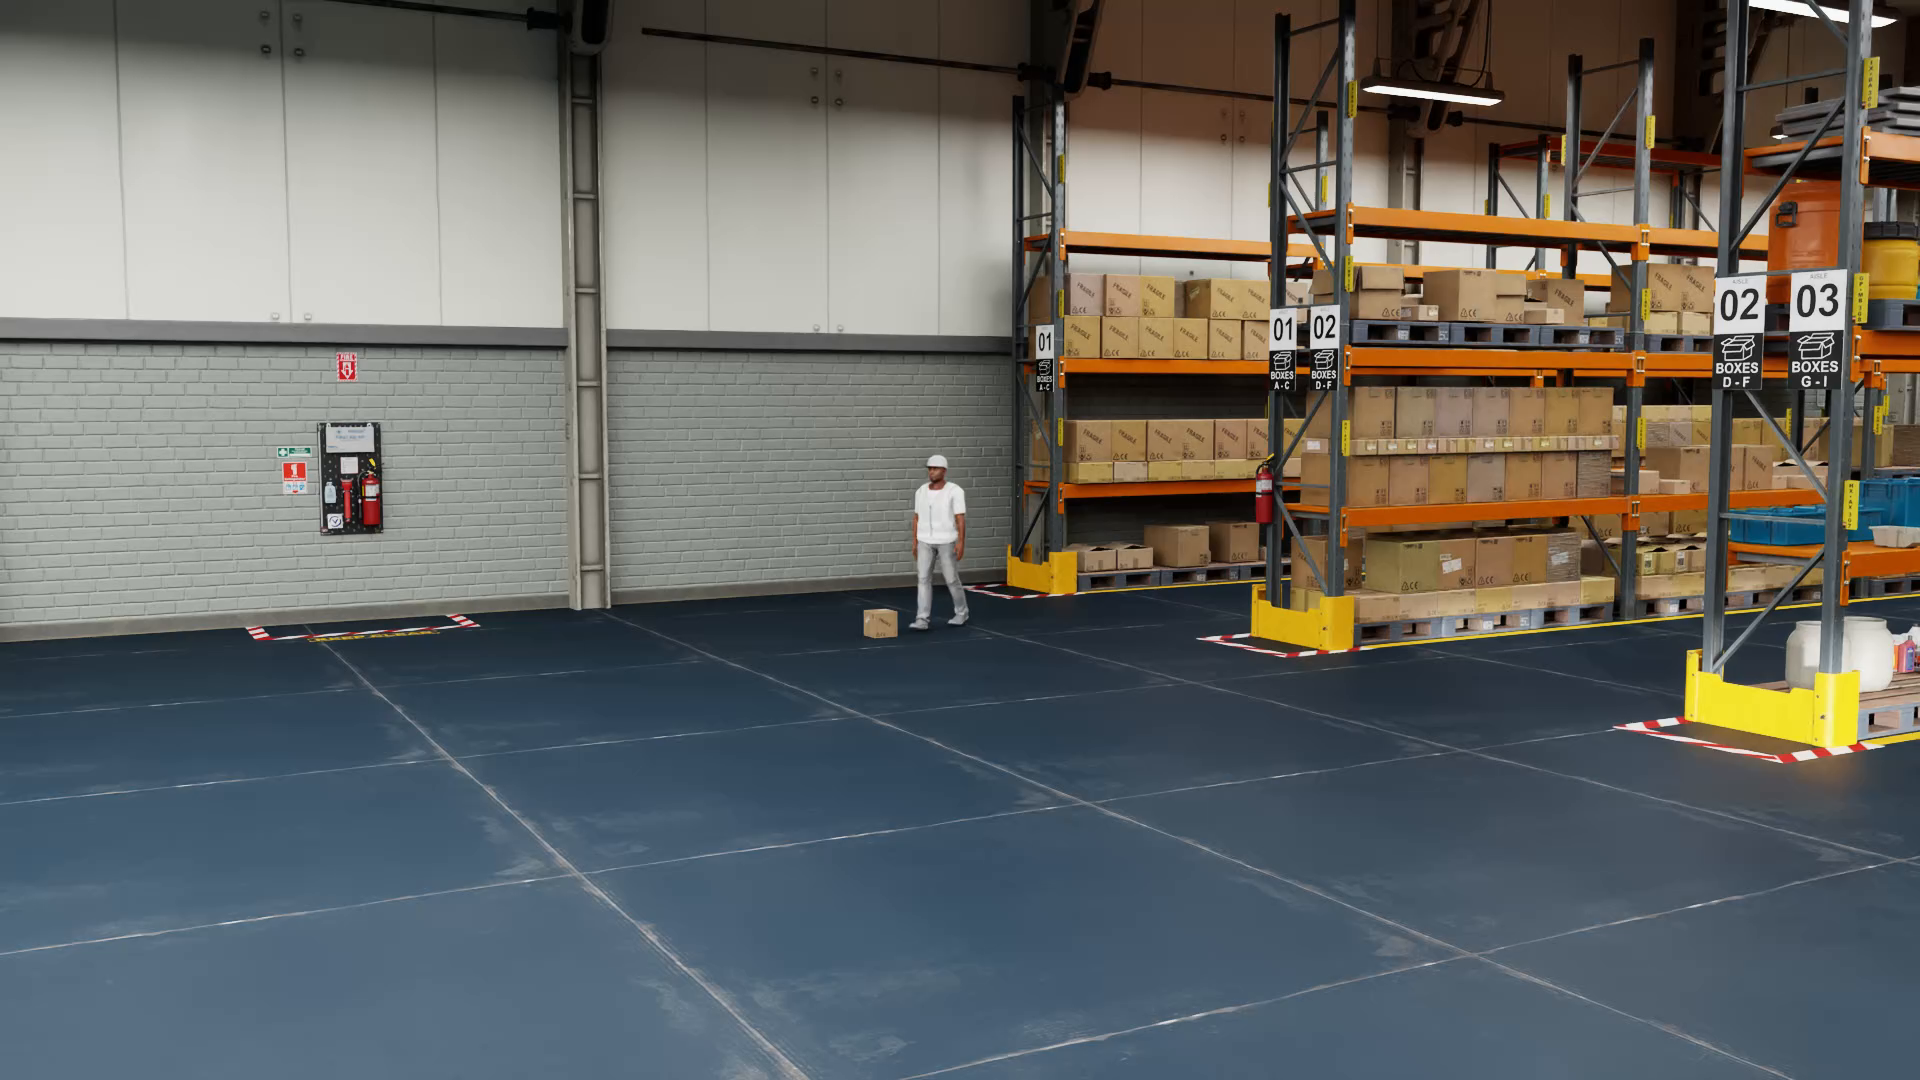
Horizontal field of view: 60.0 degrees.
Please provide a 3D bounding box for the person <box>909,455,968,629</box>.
[{"bbox_3d":[-0.237,0.023,16.839,0.577,1.768,0.736,2,5,21],"label":"person"}]
